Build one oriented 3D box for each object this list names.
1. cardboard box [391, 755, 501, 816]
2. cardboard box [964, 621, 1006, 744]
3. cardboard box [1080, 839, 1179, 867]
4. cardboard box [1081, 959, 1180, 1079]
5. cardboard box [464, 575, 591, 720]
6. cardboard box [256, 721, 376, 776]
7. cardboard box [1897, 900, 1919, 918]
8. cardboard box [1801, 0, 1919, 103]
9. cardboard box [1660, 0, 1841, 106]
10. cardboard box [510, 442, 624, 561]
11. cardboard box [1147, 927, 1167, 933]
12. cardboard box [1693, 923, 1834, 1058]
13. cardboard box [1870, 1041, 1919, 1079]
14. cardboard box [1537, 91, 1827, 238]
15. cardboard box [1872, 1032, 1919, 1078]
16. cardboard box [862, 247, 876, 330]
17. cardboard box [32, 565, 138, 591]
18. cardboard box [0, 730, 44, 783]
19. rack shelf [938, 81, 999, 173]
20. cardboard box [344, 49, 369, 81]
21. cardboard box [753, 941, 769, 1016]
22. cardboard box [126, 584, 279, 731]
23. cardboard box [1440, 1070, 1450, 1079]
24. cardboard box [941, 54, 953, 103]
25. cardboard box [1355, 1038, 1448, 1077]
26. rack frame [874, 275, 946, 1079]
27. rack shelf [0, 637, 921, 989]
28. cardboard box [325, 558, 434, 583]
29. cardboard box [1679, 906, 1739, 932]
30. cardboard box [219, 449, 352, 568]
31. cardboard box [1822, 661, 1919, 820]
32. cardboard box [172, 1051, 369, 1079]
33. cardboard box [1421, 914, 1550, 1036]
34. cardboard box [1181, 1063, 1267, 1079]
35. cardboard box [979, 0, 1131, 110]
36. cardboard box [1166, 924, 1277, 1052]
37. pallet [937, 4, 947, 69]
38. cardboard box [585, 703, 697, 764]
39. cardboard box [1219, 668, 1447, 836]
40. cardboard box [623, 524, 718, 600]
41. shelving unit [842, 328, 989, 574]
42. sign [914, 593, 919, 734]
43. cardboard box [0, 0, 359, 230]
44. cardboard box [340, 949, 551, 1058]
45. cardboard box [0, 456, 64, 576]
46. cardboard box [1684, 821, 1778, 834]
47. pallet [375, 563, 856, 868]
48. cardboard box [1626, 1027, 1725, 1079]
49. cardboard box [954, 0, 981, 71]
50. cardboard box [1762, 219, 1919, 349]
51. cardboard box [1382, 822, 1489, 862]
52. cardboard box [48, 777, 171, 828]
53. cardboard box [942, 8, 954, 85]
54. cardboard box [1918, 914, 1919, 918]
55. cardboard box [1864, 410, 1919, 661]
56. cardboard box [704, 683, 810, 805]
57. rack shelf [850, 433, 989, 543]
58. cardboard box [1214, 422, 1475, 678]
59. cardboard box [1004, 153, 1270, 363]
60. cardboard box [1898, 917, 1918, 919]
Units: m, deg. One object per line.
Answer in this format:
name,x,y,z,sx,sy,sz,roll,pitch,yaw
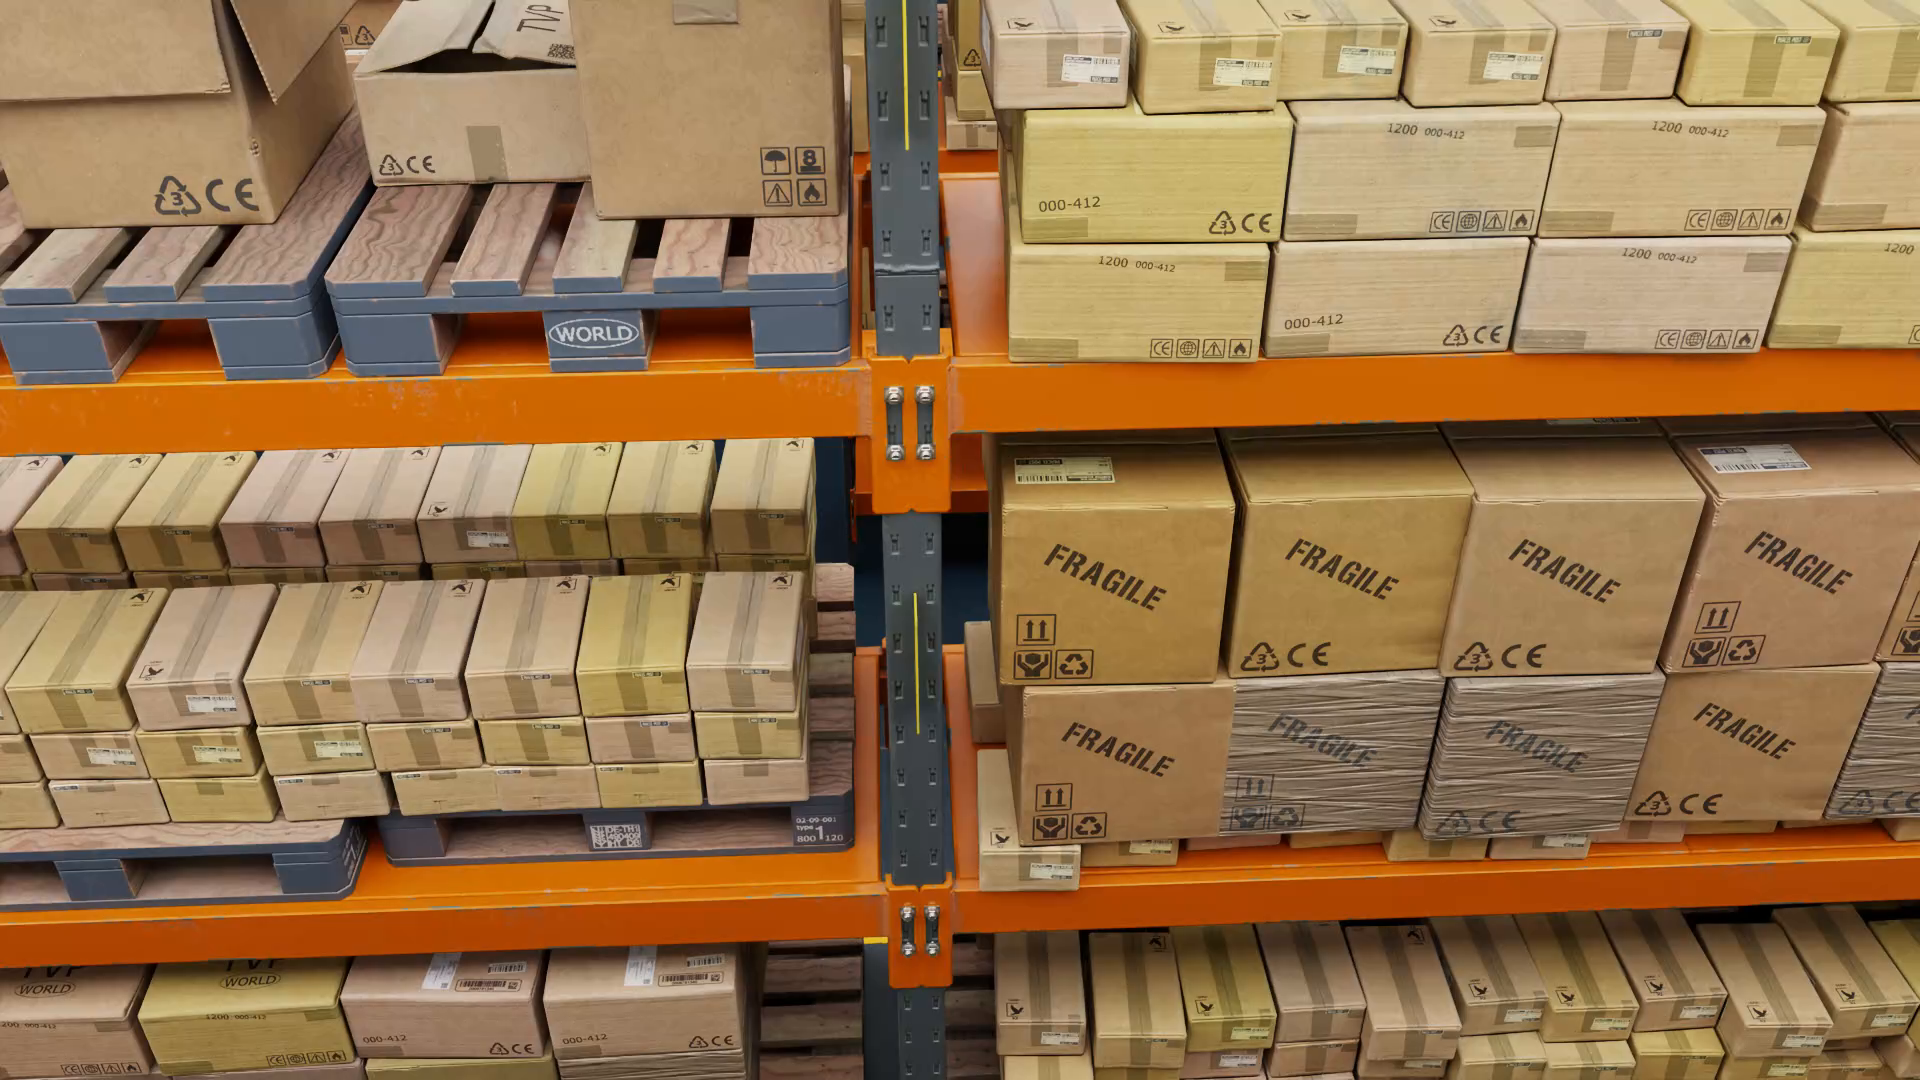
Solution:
cardboard box,-1.272,0.511,4.228,0.250,0.149,0.380,-3,35,-5
cardboard box,0.148,0.400,4.757,0.250,0.149,0.380,-2,35,-3
cardboard box,0.427,0.670,4.367,0.250,0.149,0.380,-1,35,-1
cardboard box,0.499,1.429,4.924,0.250,0.149,0.380,-1,35,-2
cardboard box,-1.045,0.259,4.069,0.250,0.149,0.380,-3,35,-4
cardboard box,-1.558,0.398,4.130,0.250,0.149,0.380,-3,35,-5
cardboard box,3.058,1.050,5.471,0.250,0.149,0.380,-2,35,-2
cardboard box,1.752,-0.997,3.260,0.250,0.149,0.380,-3,35,-4
cardboard box,1.491,-0.982,3.239,0.250,0.149,0.380,0,35,0
cardboard box,-1.076,-0.111,4.604,0.250,0.149,0.380,-1,35,-2
cardboard box,0.710,1.094,5.408,0.250,0.149,0.380,-3,35,-4
cardboard box,2.319,1.306,4.840,0.250,0.149,0.380,0,35,0
cardboard box,2.833,1.485,5.105,0.250,0.149,0.380,-2,35,-2
cardboard box,1.367,-0.833,3.374,0.500,0.250,0.500,-1,35,-1
cardboard box,2.837,1.398,4.968,0.250,0.149,0.380,-3,35,-4
cardboard box,-0.898,-1.655,9.004,0.875,0.875,1.225,-1,35,-2
cardboard box,-2.361,0.045,4.639,0.250,0.149,0.380,-1,35,-1
cardboard box,-2.343,0.419,4.099,0.250,0.149,0.380,-2,35,-3
rack shelf,1.738,-2.143,8.842,4.000,0.370,1.077,-2,35,-2
cardboard box,-2.731,-2.207,8.216,0.500,0.500,0.500,-2,35,-3
cardboard box,-0.877,1.162,5.263,0.500,0.500,0.500,0,35,0
cardboard box,-1.820,0.280,4.039,0.250,0.149,0.380,-3,35,-4
cardboard box,1.547,1.552,5.008,0.250,0.149,0.380,-2,35,-4
cardboard box,0.029,-2.476,8.912,0.250,0.149,0.380,-1,35,-2
cardboard box,1.287,1.402,4.963,0.250,0.149,0.380,0,35,0
rack frame,-0.126,0.437,4.482,0.127,3.000,1.000,-2,35,-2
rack shelf,-2.124,0.787,4.609,4.000,0.370,1.077,-2,35,-2
cardboard box,-1.587,0.026,4.667,0.250,0.149,0.380,0,35,0
cardboard box,2.295,1.114,5.380,0.250,0.149,0.380,-3,35,-5
cardboard box,-1.833,-0.092,4.576,0.250,0.149,0.380,0,35,0
cardboard box,2.412,0.355,4.252,0.500,0.500,0.500,-1,35,-2
cardboard box,-1.879,1.481,4.802,0.500,0.500,0.500,-2,35,-3
cardboard box,1.542,1.258,4.910,0.250,0.149,0.380,-3,35,-4
cardboard box,0.764,1.566,4.987,0.250,0.149,0.380,-2,35,-2
cardboard box,0.176,-0.974,3.228,0.250,0.149,0.380,-2,35,-3
cardboard box,0.756,1.292,4.860,0.250,0.149,0.380,-2,35,-3
pallet,0.238,-4.095,13.482,1.213,0.211,1.003,-2,35,-2
cardboard box,-0.777,0.376,4.160,0.250,0.149,0.380,-1,35,-2
cardboard box,0.874,0.387,4.206,0.500,0.500,0.500,-2,35,-2
cardboard box,-0.800,0.003,4.700,0.250,0.149,0.380,-2,35,-3
shelving unit,0.007,-0.463,7.430,1.048,1.125,0.538,-2,35,-2
sign,-0.096,0.277,3.697,0.005,0.325,0.100,-2,35,-2
cardboard box,-1.675,-1.044,3.527,0.637,0.503,0.797,-2,35,-3
cardboard box,-1.372,1.154,4.615,0.500,0.250,0.500,0,35,0
cardboard box,-2.634,-0.068,4.541,0.250,0.149,0.380,-2,35,-2
cardboard box,2.002,0.604,4.463,0.250,0.149,0.380,-1,35,-1
pallet,-0.897,0.454,4.626,1.213,0.211,1.003,-2,35,-2
cardboard box,2.063,1.416,4.943,0.250,0.149,0.380,0,35,0
cardboard box,0.230,-2.621,8.113,0.500,0.500,0.500,-2,35,-2
cardboard box,1.892,-0.630,3.521,0.500,0.250,0.500,0,35,0
cardboard box,1.217,0.659,4.382,0.250,0.149,0.380,-1,35,-1
cardboard box,-2.081,0.535,4.192,0.250,0.149,0.380,-3,35,-4
cardboard box,0.168,-2.606,8.751,0.500,0.250,0.500,-2,35,-3
cardboard box,3.099,1.217,4.969,0.250,0.149,0.380,-1,35,-1
cardboard box,2.399,-0.058,3.971,0.500,0.500,0.500,0,35,0
cardboard box,-0.514,0.491,4.256,0.250,0.149,0.380,-2,35,-3
rack shelf,0.007,-0.262,7.569,1.000,0.278,0.538,-2,35,-2
cardboard box,0.853,-0.033,3.935,0.500,0.500,0.500,-3,35,-4
cardboard box,0.349,-0.597,3.472,0.500,0.250,0.500,0,35,0
cardboard box,3.073,1.215,5.495,0.250,0.149,0.380,-2,35,-2
